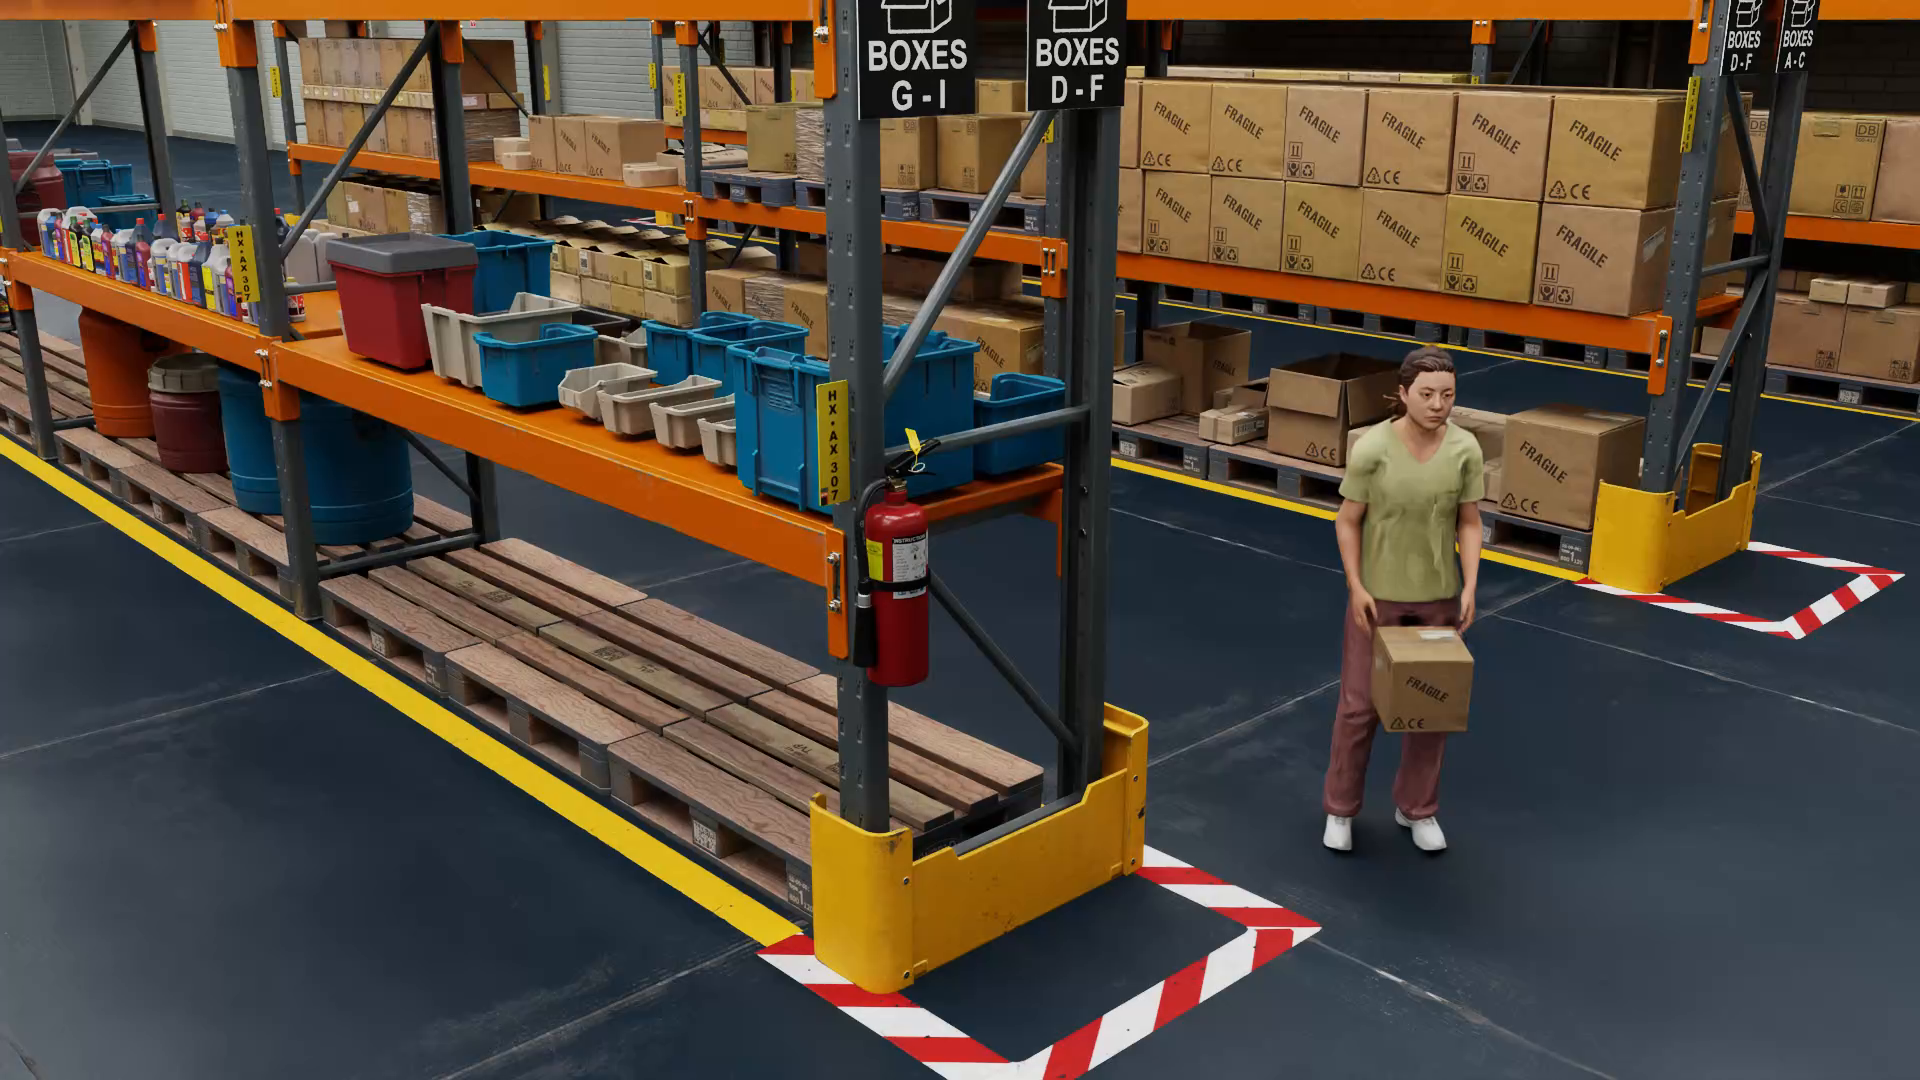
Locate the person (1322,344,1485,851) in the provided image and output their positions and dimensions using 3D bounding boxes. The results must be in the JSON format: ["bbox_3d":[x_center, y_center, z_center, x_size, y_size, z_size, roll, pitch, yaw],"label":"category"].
[{"bbox_3d":[1.455,0.198,5.416,0.477,1.674,0.354,0,17,0],"label":"person"}]
